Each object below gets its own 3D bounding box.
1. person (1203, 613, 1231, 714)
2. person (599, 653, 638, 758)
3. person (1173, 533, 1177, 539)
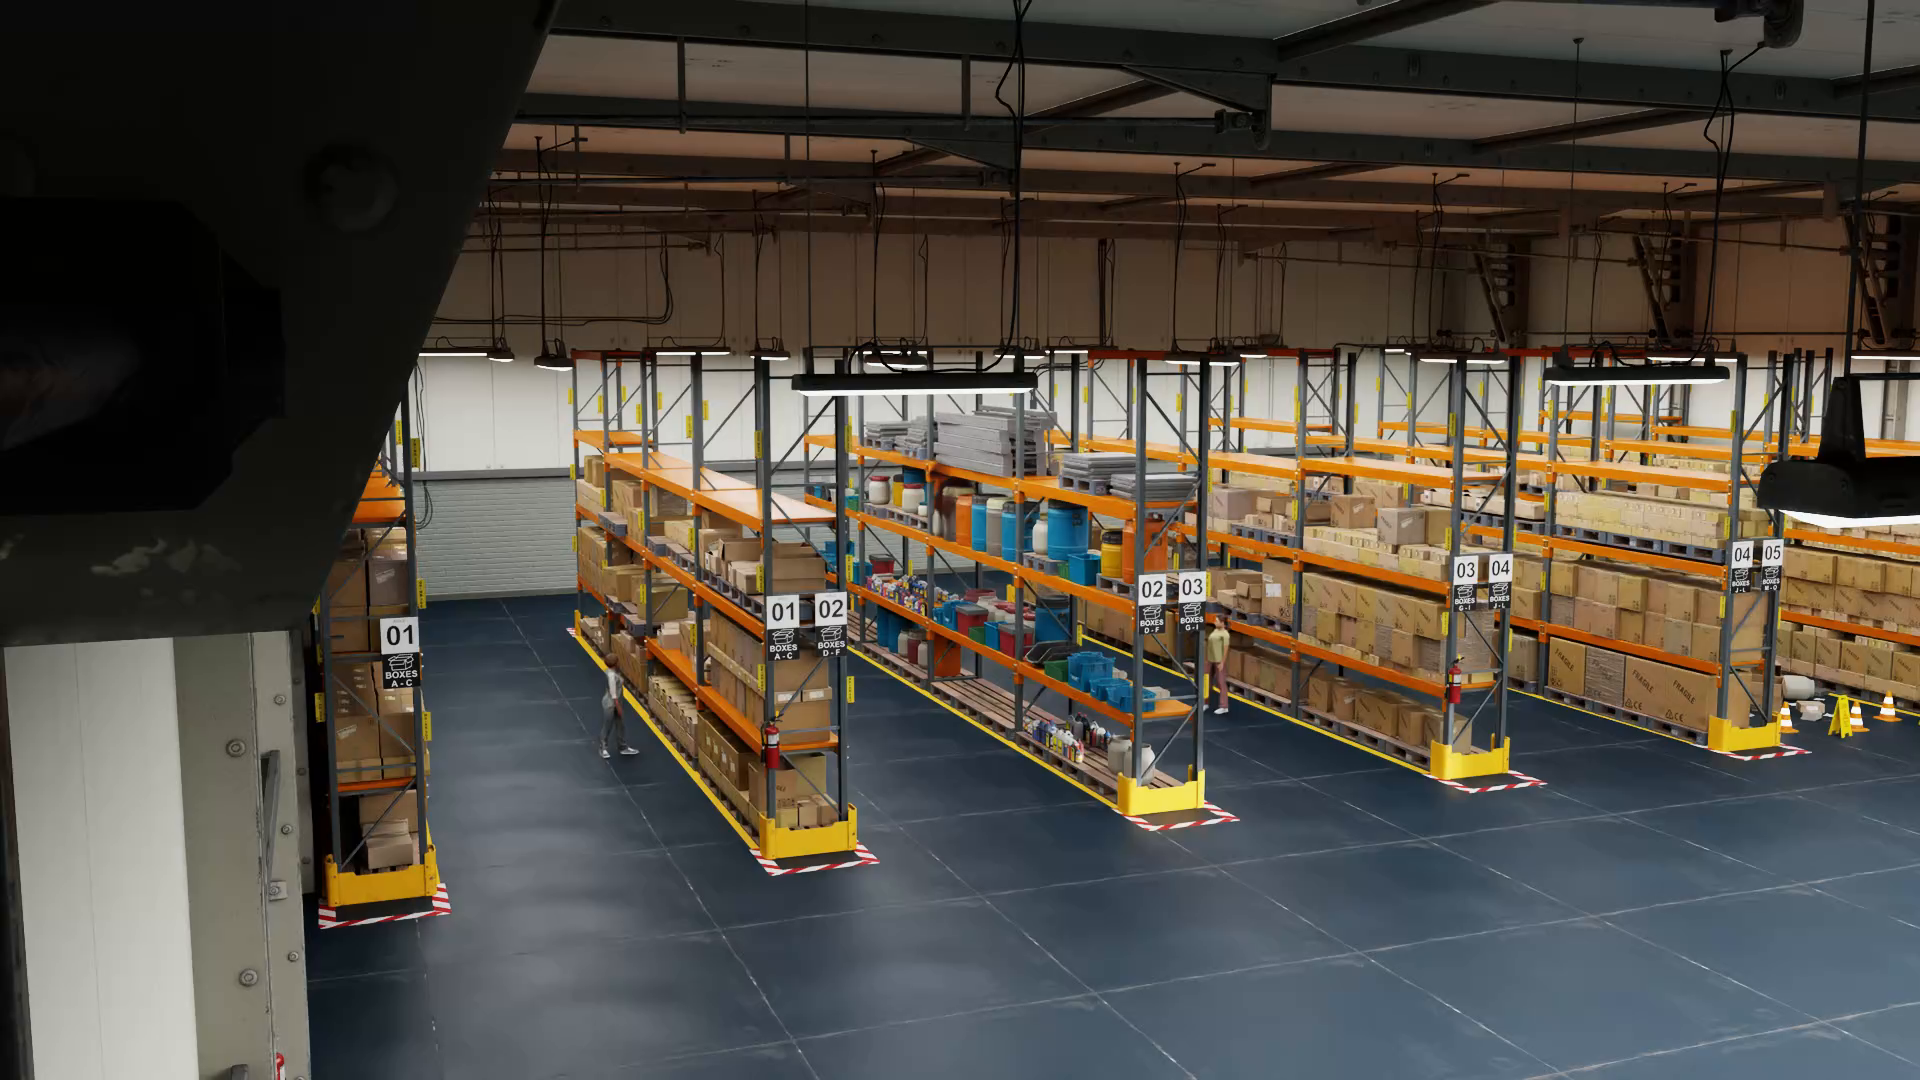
[{"bbox_3d":[4.275,2.047,27.809,0.470,1.668,0.511,-5,9,-35],"label":"person"},{"bbox_3d":[-5.151,2.463,24.861,0.562,1.583,0.445,1,7,8],"label":"person"},{"bbox_3d":[5.123,0.631,39.308,0.537,1.623,0.911,-2,7,-12],"label":"person"}]
